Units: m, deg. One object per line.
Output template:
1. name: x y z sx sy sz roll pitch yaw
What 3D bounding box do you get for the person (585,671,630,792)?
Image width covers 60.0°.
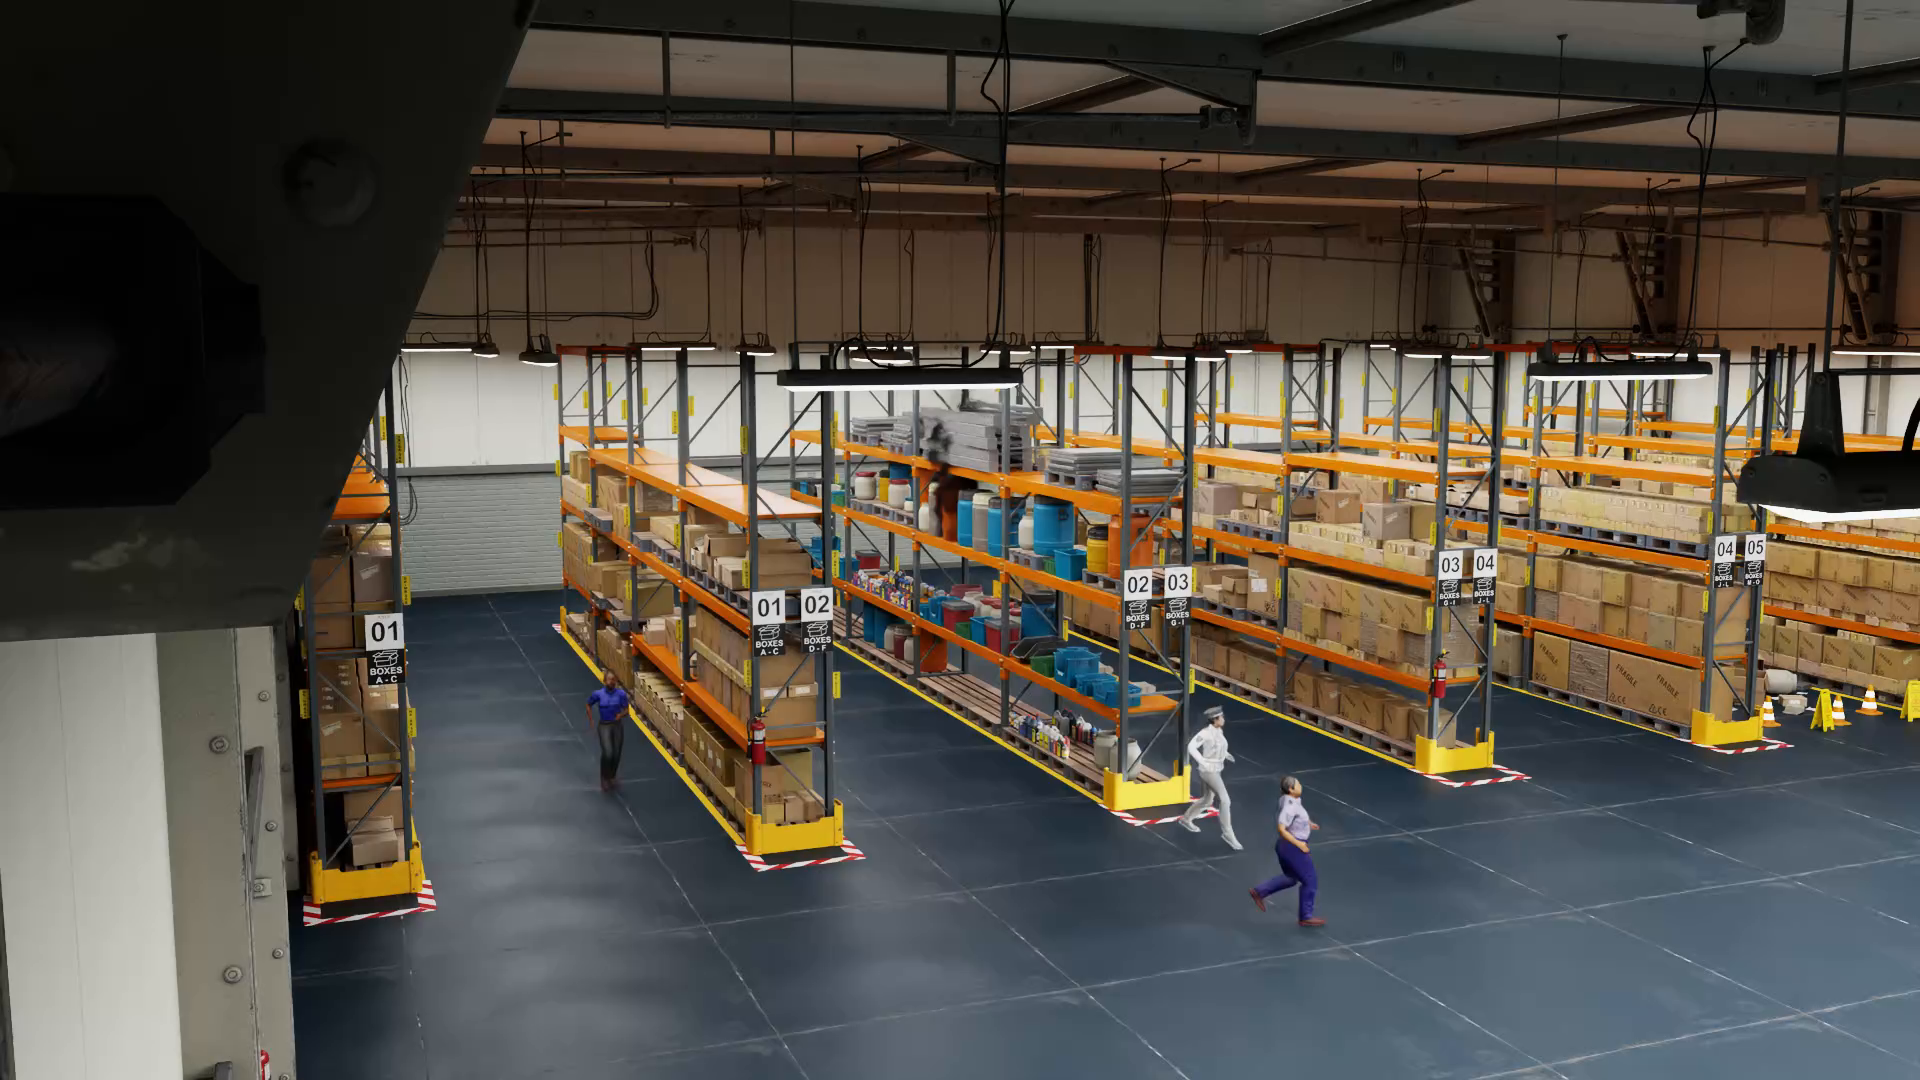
1. person: -4.802 2.624 22.826 0.548 1.657 0.674 -3 8 -25

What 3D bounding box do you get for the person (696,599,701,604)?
1. person: -5.185 1.200 33.878 0.563 1.664 0.572 -4 9 -32

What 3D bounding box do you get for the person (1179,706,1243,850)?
1. person: 3.151 2.893 20.586 0.872 1.706 0.616 3 8 26

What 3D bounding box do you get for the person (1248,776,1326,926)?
1. person: 3.498 3.300 17.680 0.813 1.601 0.620 0 7 1
